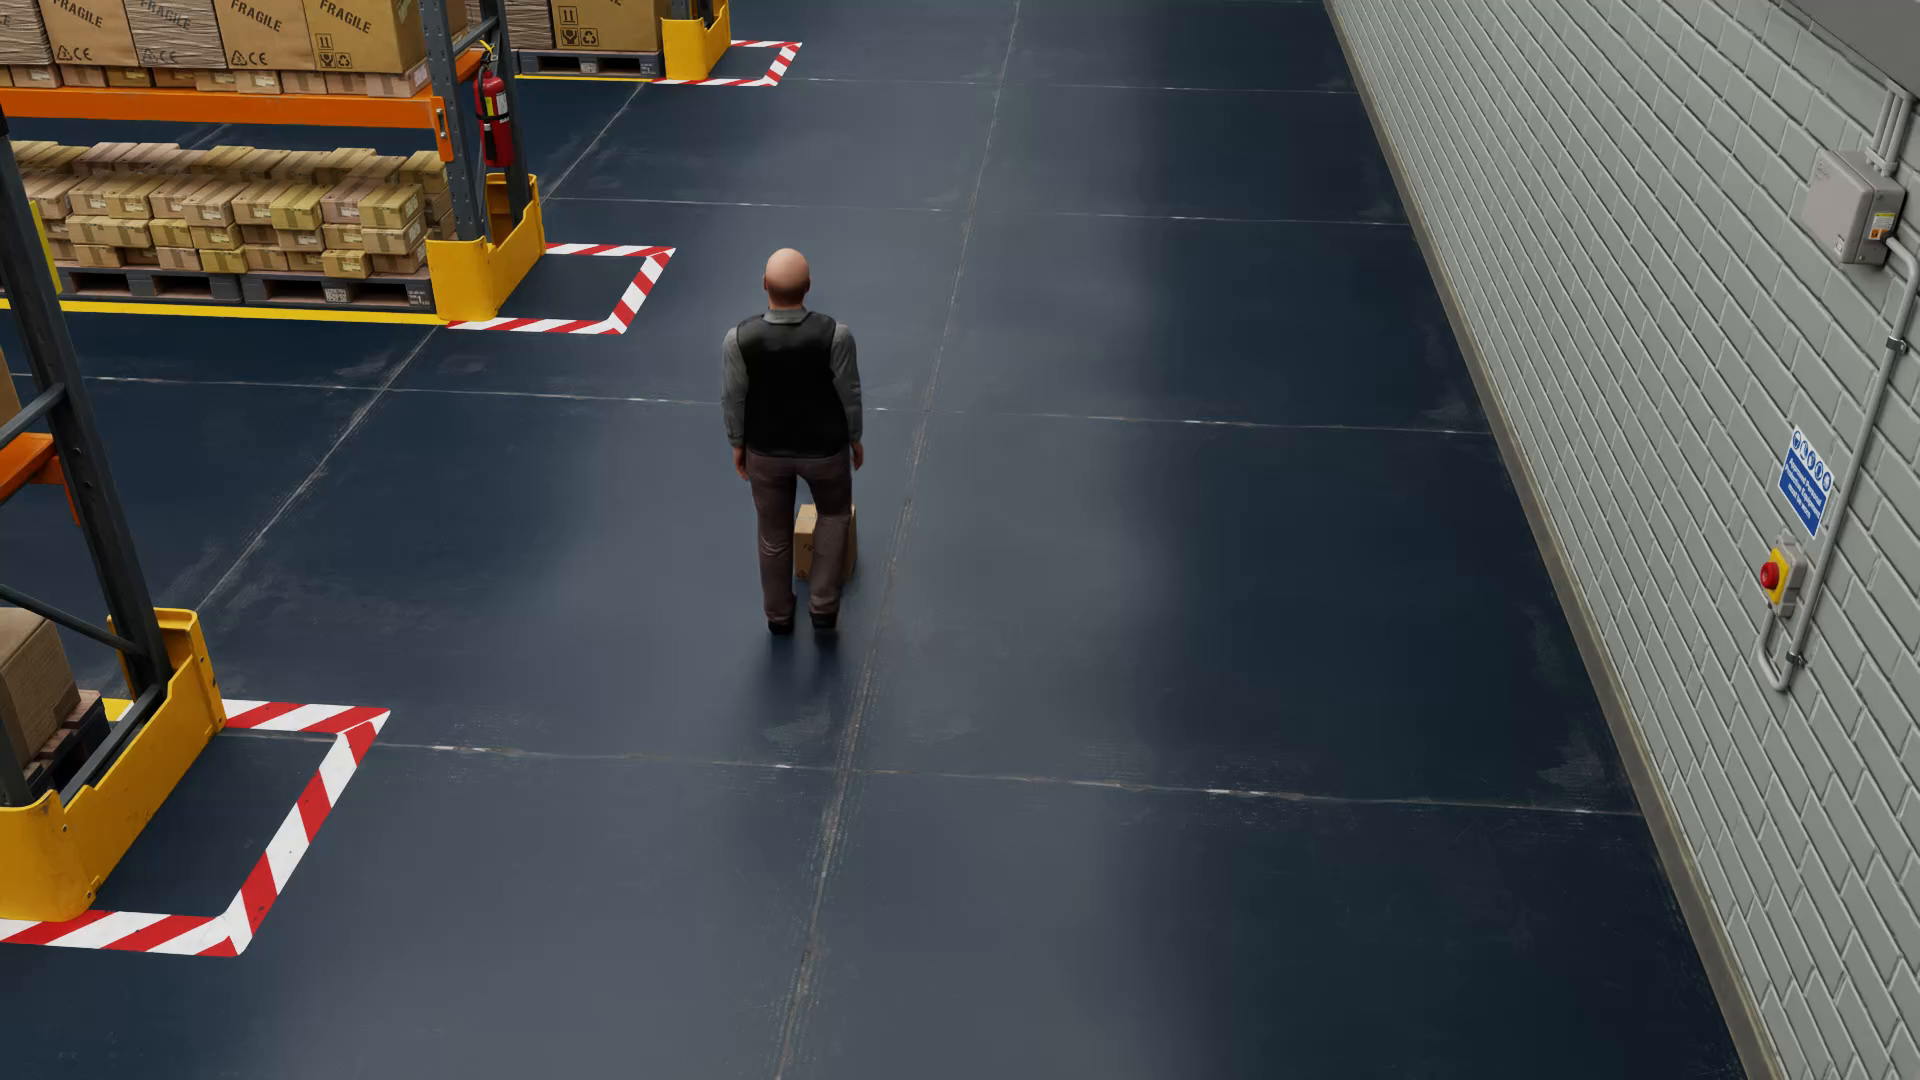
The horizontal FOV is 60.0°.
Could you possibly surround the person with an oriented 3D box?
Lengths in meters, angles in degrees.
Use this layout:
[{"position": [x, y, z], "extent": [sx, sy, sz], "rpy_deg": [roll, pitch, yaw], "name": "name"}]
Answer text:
[{"position": [-0.665, -0.369, 6.731], "extent": [0.554, 1.728, 0.439], "rpy_deg": [0, 32, -1], "name": "person"}]
